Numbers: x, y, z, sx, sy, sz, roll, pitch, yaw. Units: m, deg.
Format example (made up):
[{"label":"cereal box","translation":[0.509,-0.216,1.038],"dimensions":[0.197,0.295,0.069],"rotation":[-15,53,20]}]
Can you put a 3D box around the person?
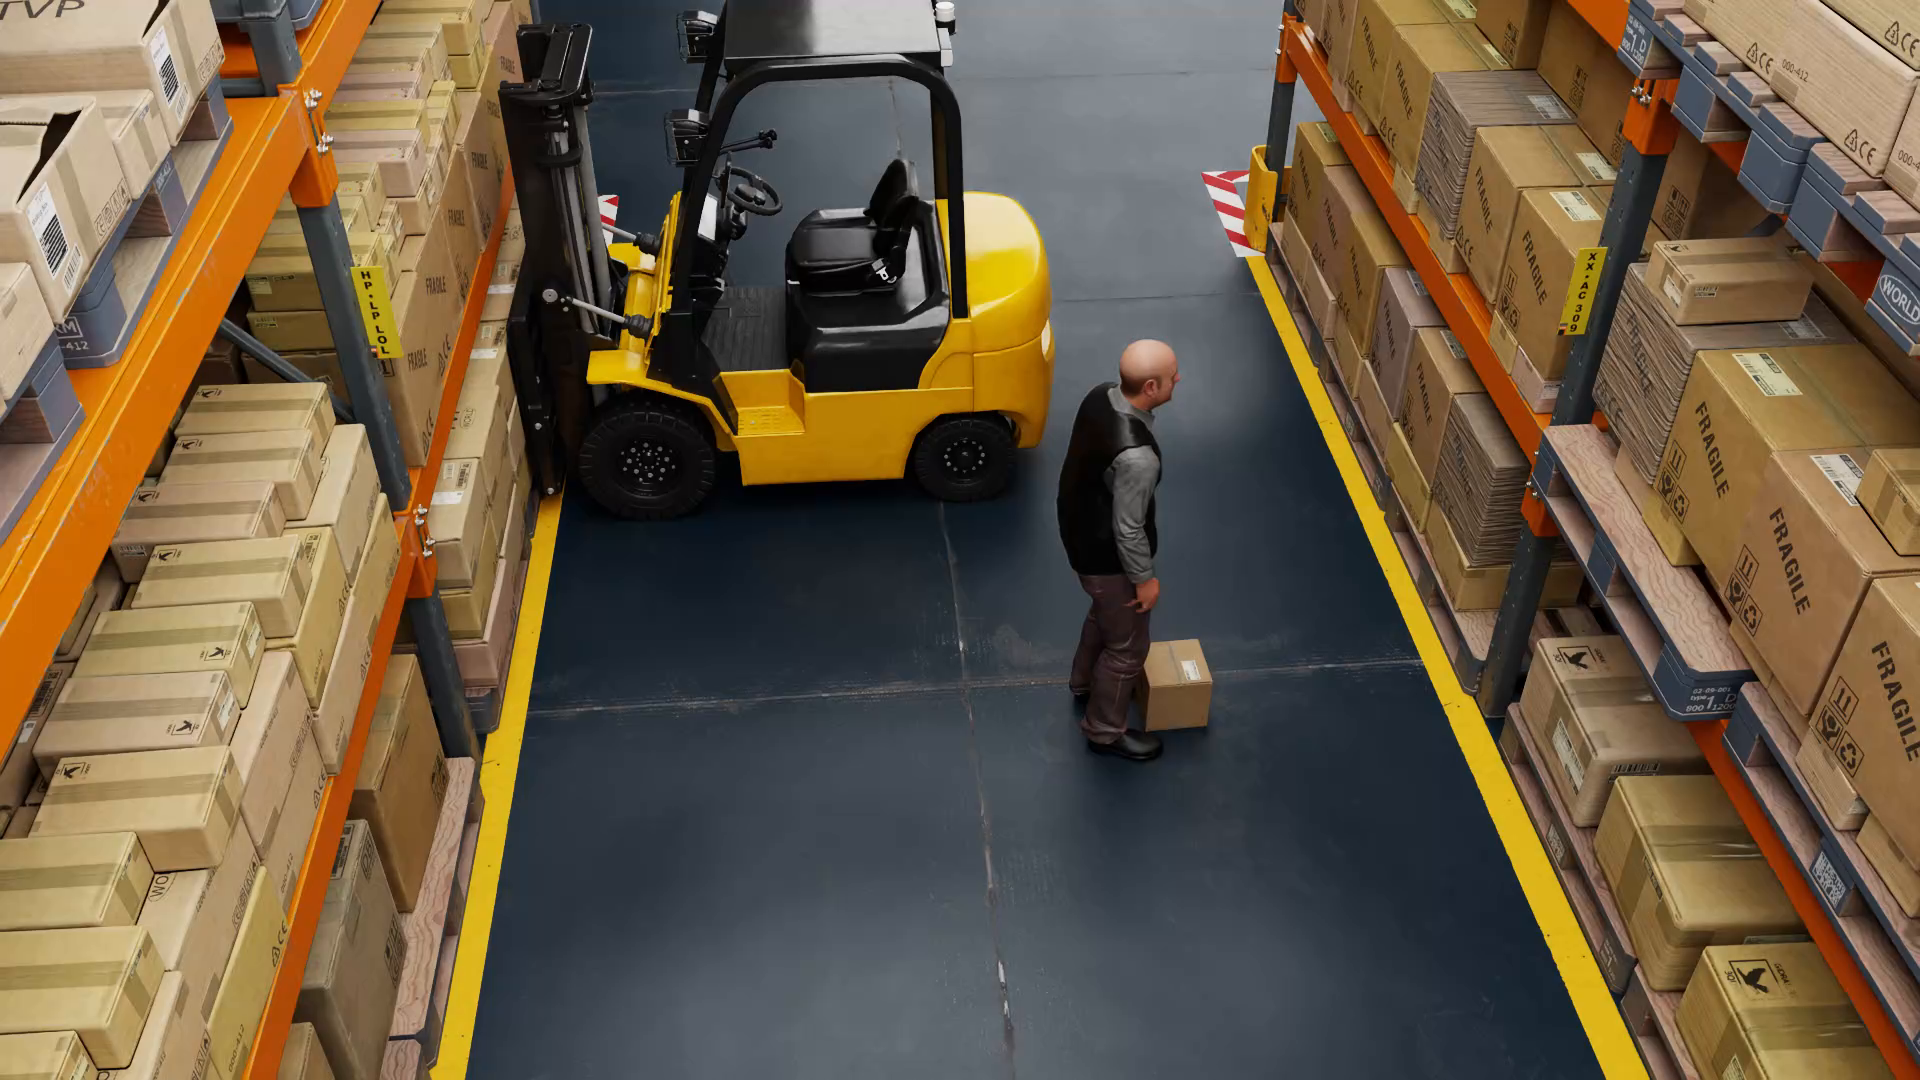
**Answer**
[{"label":"person","translation":[0.565,0.021,6.146],"dimensions":[0.412,1.722,0.591],"rotation":[-5,39,-6]}]
